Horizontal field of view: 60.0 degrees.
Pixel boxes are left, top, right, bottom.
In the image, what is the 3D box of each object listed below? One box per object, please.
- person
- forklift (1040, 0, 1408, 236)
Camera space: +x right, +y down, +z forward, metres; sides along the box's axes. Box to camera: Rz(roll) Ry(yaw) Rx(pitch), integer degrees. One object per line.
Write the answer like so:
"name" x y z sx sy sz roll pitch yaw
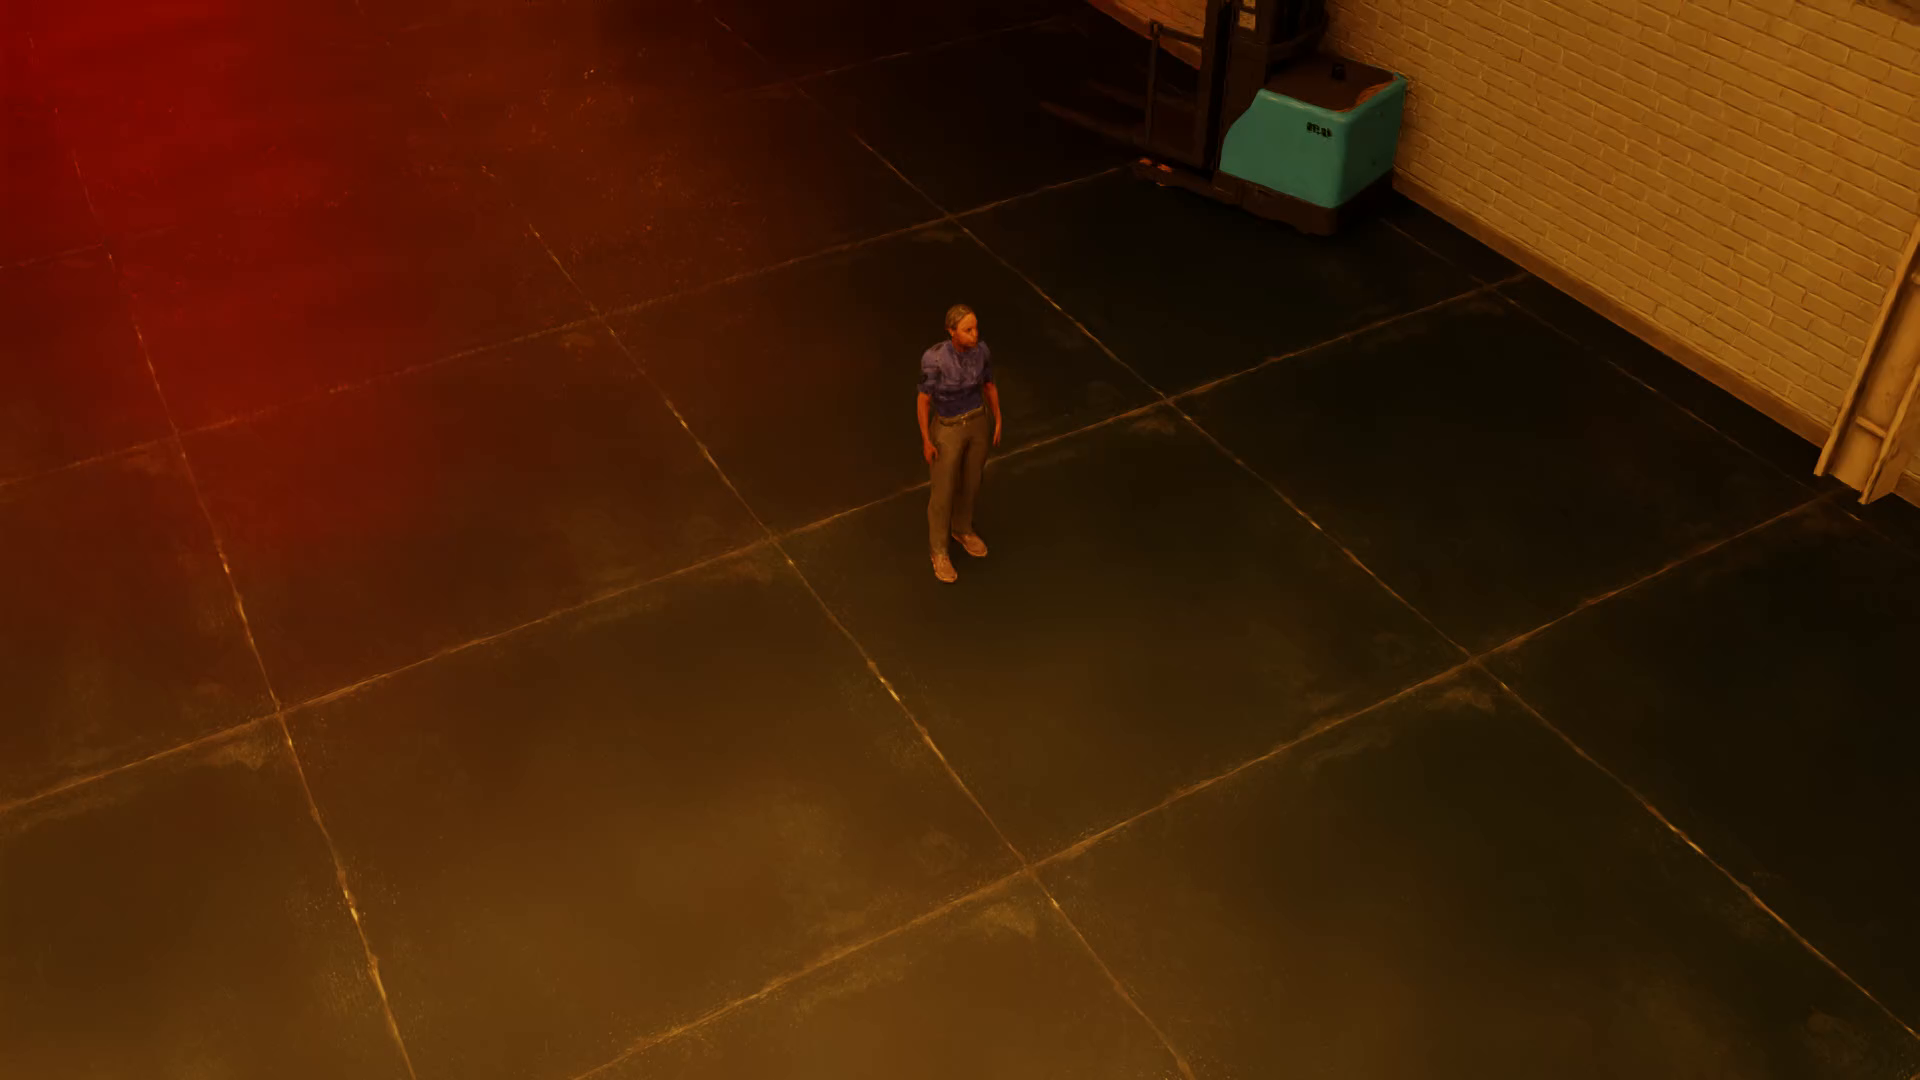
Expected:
"person" 0.027 -0.588 9.733 0.570 1.654 0.503 -20 44 -23
"forklift" 2.078 -4.317 13.241 3.031 2.935 1.130 28 47 30
